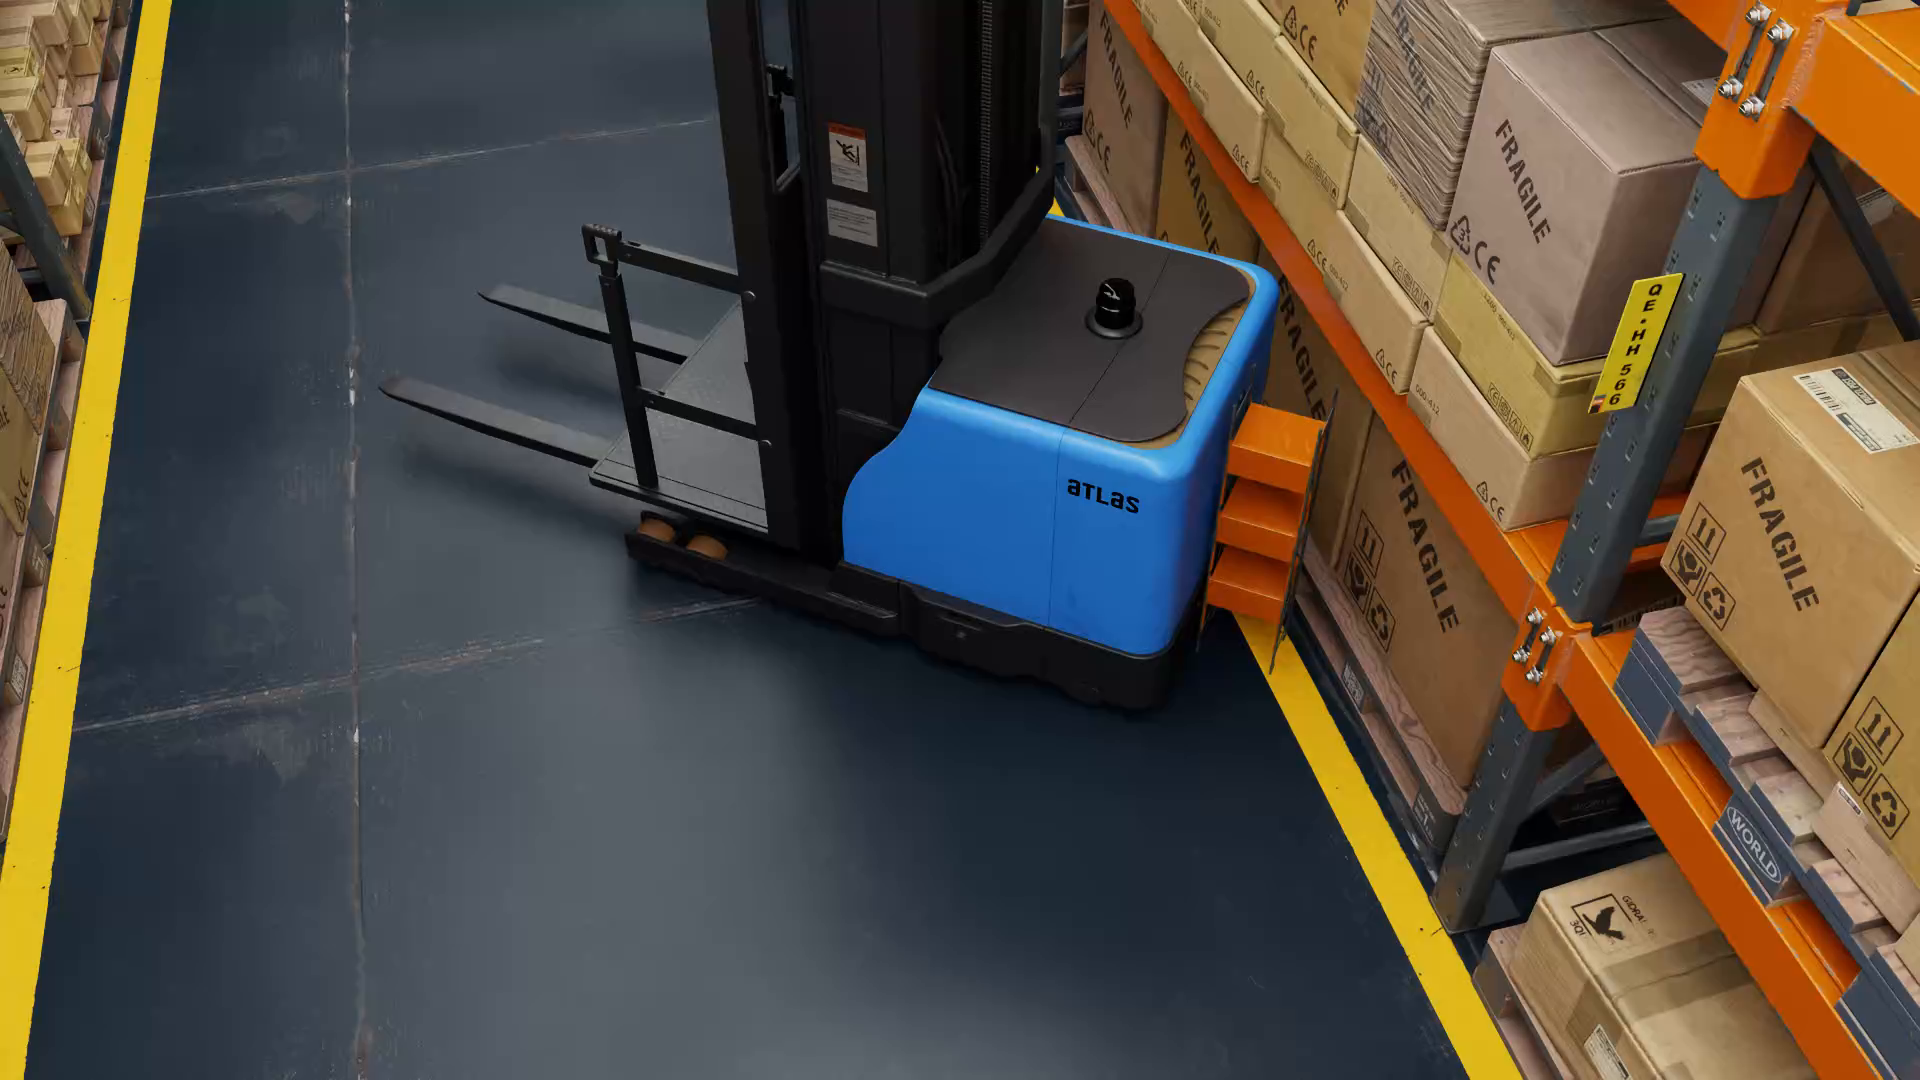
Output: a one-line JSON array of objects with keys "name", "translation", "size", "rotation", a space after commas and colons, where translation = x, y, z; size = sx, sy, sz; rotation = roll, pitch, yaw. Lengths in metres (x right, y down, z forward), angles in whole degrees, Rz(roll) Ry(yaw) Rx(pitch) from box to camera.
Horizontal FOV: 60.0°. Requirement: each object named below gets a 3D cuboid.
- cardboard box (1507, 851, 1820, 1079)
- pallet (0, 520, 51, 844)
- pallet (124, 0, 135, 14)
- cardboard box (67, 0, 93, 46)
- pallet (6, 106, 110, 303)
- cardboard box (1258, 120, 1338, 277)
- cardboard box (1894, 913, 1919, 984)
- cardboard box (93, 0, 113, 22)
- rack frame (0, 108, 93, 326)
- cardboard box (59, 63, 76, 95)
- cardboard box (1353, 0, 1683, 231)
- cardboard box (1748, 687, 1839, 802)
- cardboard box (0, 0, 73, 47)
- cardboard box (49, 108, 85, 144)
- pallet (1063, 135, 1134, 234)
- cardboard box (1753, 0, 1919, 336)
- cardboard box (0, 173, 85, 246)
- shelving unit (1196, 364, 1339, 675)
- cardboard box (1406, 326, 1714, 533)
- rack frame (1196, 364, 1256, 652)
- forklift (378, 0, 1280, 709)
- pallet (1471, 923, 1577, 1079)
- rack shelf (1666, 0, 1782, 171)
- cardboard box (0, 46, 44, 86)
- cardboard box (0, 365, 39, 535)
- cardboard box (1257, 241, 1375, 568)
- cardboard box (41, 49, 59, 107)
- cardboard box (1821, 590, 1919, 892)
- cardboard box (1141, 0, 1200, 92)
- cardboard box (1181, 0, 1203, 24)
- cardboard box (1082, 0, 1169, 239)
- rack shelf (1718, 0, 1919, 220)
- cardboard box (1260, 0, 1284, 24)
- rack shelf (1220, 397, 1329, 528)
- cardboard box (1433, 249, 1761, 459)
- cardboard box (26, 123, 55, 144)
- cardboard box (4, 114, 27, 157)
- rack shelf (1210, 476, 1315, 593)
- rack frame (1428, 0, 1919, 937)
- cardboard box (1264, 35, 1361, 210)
[{"name": "cardboard box", "translation": [1.970, 1.092, 4.125], "size": [0.950, 0.372, 0.625], "rotation": [-14, 47, -13]}, {"name": "pallet", "translation": [-3.432, 0.498, 5.114], "size": [1.003, 0.211, 1.213], "rotation": [-11, 47, -10]}, {"name": "pallet", "translation": [-4.779, -3.025, 8.567], "size": [1.003, 0.211, 1.213], "rotation": [-11, 47, -10]}, {"name": "cardboard box", "translation": [-4.098, -2.308, 7.405], "size": [0.380, 0.149, 0.250], "rotation": [-11, 47, -11]}, {"name": "pallet", "translation": [-4.155, -1.340, 6.916], "size": [1.003, 0.211, 1.213], "rotation": [-11, 47, -10]}, {"name": "cardboard box", "translation": [1.195, -1.022, 4.756], "size": [0.500, 0.250, 0.500], "rotation": [-11, 47, -11]}, {"name": "cardboard box", "translation": [1.854, 0.719, 2.827], "size": [0.380, 0.149, 0.250], "rotation": [-10, 47, -10]}, {"name": "cardboard box", "translation": [-4.236, -2.562, 7.863], "size": [0.380, 0.149, 0.250], "rotation": [-10, 46, -10]}, {"name": "rack frame", "translation": [-3.948, -1.859, 5.472], "size": [1.000, 3.000, 0.127], "rotation": [-11, 47, -10]}, {"name": "cardboard box", "translation": [-4.129, -2.010, 7.321], "size": [0.380, 0.149, 0.250], "rotation": [-13, 47, -12]}, {"name": "cardboard box", "translation": [1.310, -1.119, 3.976], "size": [0.500, 0.500, 0.500], "rotation": [-10, 46, -10]}, {"name": "cardboard box", "translation": [1.778, 0.328, 3.210], "size": [0.380, 0.149, 0.250], "rotation": [-13, 47, -13]}, {"name": "cardboard box", "translation": [-4.037, -2.225, 7.116], "size": [0.380, 0.149, 0.250], "rotation": [-10, 46, -9]}, {"name": "cardboard box", "translation": [-3.913, -1.664, 6.983], "size": [0.380, 0.149, 0.250], "rotation": [-11, 47, -11]}, {"name": "pallet", "translation": [1.081, -1.339, 6.914], "size": [1.003, 0.211, 1.213], "rotation": [-11, 47, -10]}, {"name": "cardboard box", "translation": [1.945, -0.842, 3.705], "size": [0.500, 0.500, 0.500], "rotation": [-12, 47, -12]}, {"name": "cardboard box", "translation": [-3.731, -1.318, 6.644], "size": [0.380, 0.149, 0.250], "rotation": [-13, 47, -12]}, {"name": "shelving unit", "translation": [0.920, -0.036, 5.050], "size": [0.252, 1.050, 0.215], "rotation": [17, 48, 16]}, {"name": "cardboard box", "translation": [1.454, -0.321, 4.070], "size": [0.500, 0.250, 0.500], "rotation": [-12, 47, -12]}, {"name": "rack frame", "translation": [0.807, -0.071, 5.084], "size": [0.008, 1.050, 0.200], "rotation": [17, 48, 16]}, {"name": "forklift", "translation": [-0.575, -1.206, 4.880], "size": [3.031, 2.935, 1.130], "rotation": [17, 48, 16]}, {"name": "pallet", "translation": [2.033, 1.444, 4.187], "size": [1.003, 0.211, 1.213], "rotation": [-11, 47, -10]}, {"name": "rack shelf", "translation": [1.323, -2.251, 4.259], "size": [1.077, 0.370, 4.000], "rotation": [-11, 47, -10]}, {"name": "cardboard box", "translation": [-3.962, -1.859, 6.757], "size": [0.380, 0.149, 0.250], "rotation": [-11, 47, -11]}, {"name": "cardboard box", "translation": [-3.384, -0.312, 5.412], "size": [0.500, 0.500, 0.500], "rotation": [-12, 47, -11]}, {"name": "cardboard box", "translation": [1.514, -0.584, 5.416], "size": [0.875, 0.875, 0.875], "rotation": [-10, 46, -10]}, {"name": "cardboard box", "translation": [-4.047, -1.928, 7.033], "size": [0.380, 0.149, 0.250], "rotation": [-13, 47, -12]}, {"name": "cardboard box", "translation": [1.867, 0.353, 2.731], "size": [0.500, 0.500, 0.500], "rotation": [-9, 46, -8]}, {"name": "cardboard box", "translation": [0.918, -1.716, 5.436], "size": [0.500, 0.250, 0.500], "rotation": [-11, 47, -11]}, {"name": "cardboard box", "translation": [0.915, -1.893, 5.260], "size": [0.500, 0.250, 0.500], "rotation": [-10, 46, -10]}, {"name": "cardboard box", "translation": [1.047, -1.824, 6.631], "size": [0.875, 0.875, 0.875], "rotation": [-9, 46, -9]}, {"name": "rack shelf", "translation": [2.347, 0.510, 1.553], "size": [1.077, 0.370, 4.000], "rotation": [-11, 47, -10]}, {"name": "cardboard box", "translation": [1.067, -1.814, 4.657], "size": [0.500, 0.500, 0.500], "rotation": [-11, 47, -11]}, {"name": "rack shelf", "translation": [0.919, -0.228, 4.855], "size": [0.240, 0.259, 0.215], "rotation": [17, 48, 16]}, {"name": "cardboard box", "translation": [1.465, -0.483, 3.878], "size": [0.500, 0.250, 0.500], "rotation": [-11, 47, -10]}, {"name": "cardboard box", "translation": [-3.883, -1.579, 6.691], "size": [0.380, 0.149, 0.250], "rotation": [-10, 46, -10]}, {"name": "cardboard box", "translation": [-3.836, -1.492, 6.398], "size": [0.380, 0.149, 0.250], "rotation": [-9, 46, -9]}, {"name": "rack shelf", "translation": [0.920, -0.029, 5.058], "size": [0.240, 0.259, 0.215], "rotation": [17, 48, 16]}, {"name": "rack frame", "translation": [1.835, -0.072, 3.721], "size": [1.000, 3.000, 0.127], "rotation": [-11, 47, -10]}, {"name": "cardboard box", "translation": [1.180, -1.186, 4.567], "size": [0.500, 0.250, 0.500], "rotation": [-12, 47, -11]}]
